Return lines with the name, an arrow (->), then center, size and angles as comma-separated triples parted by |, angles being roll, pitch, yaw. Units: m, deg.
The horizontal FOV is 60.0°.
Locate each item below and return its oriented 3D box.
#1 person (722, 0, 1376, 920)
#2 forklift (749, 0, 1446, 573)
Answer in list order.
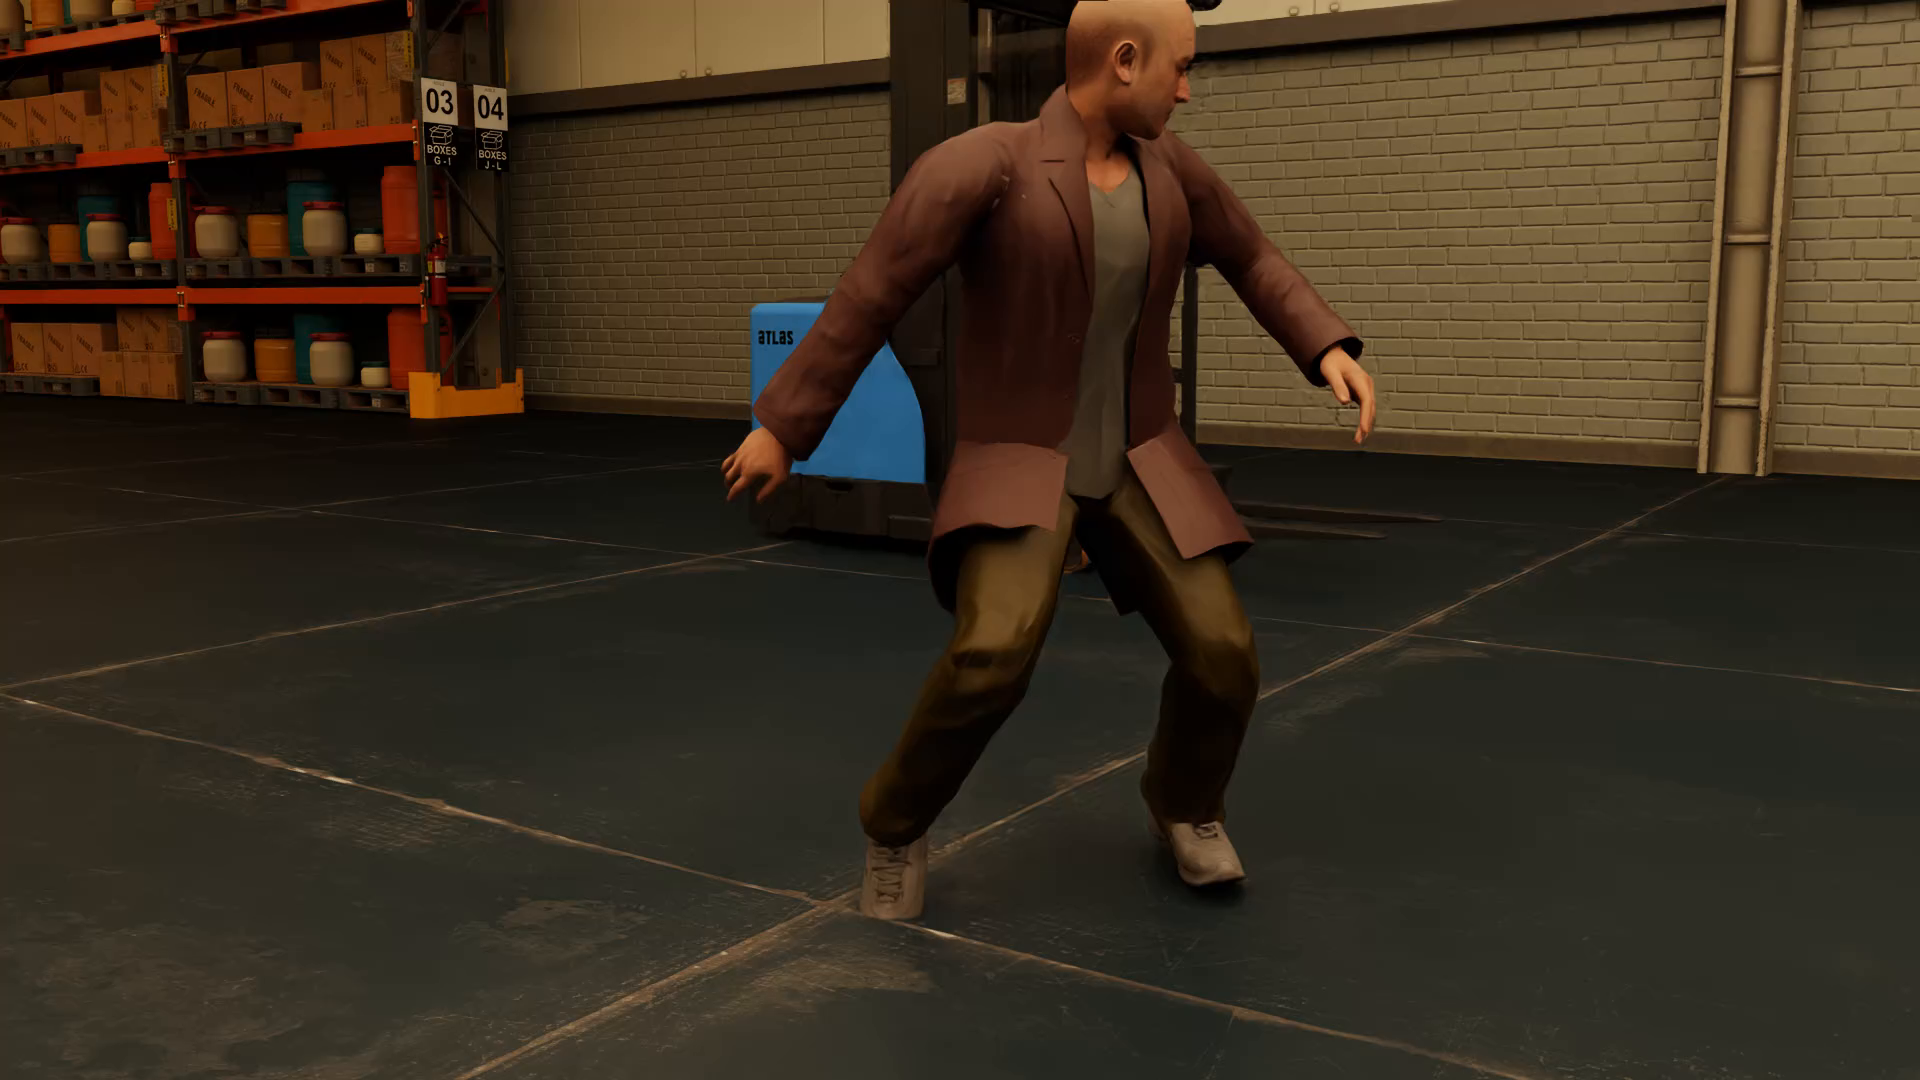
person -> 0.165, -0.090, 2.875 | 1.069, 1.689, 0.531 | -3, 9, -22
forklift -> 0.512, -1.402, 7.050 | 3.031, 2.935, 1.130 | 6, 10, 36
